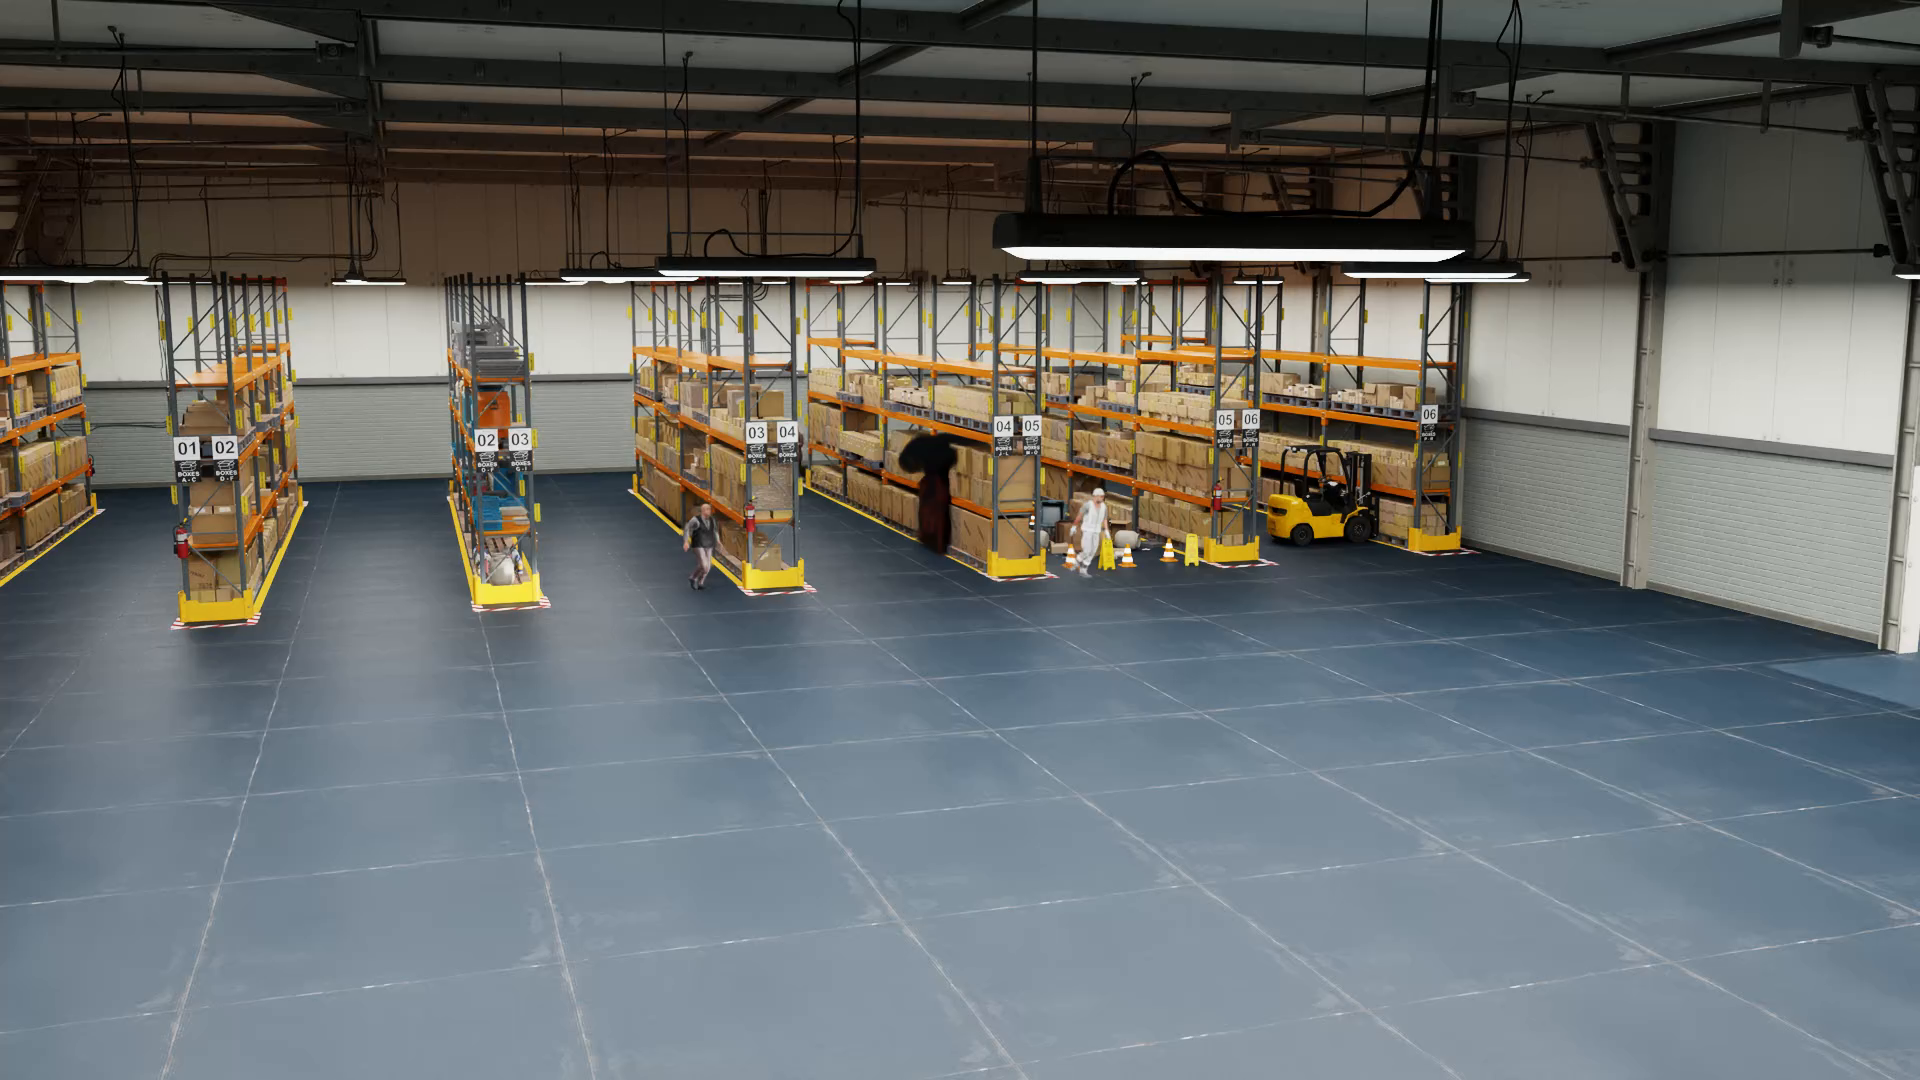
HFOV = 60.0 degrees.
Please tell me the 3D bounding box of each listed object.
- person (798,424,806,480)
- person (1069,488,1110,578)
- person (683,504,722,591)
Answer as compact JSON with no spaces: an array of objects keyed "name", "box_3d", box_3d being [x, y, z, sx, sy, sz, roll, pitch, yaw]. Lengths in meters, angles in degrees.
[{"name":"person","box_3d":[-4.829,-2.551,49.216,0.928,1.815,0.718,-8,12,-44]},{"name":"person","box_3d":[2.504,-0.136,32.034,0.692,1.750,0.621,-6,10,-33]},{"name":"person","box_3d":[-4.873,0.138,31.666,0.650,1.656,0.656,-8,12,-43]}]
